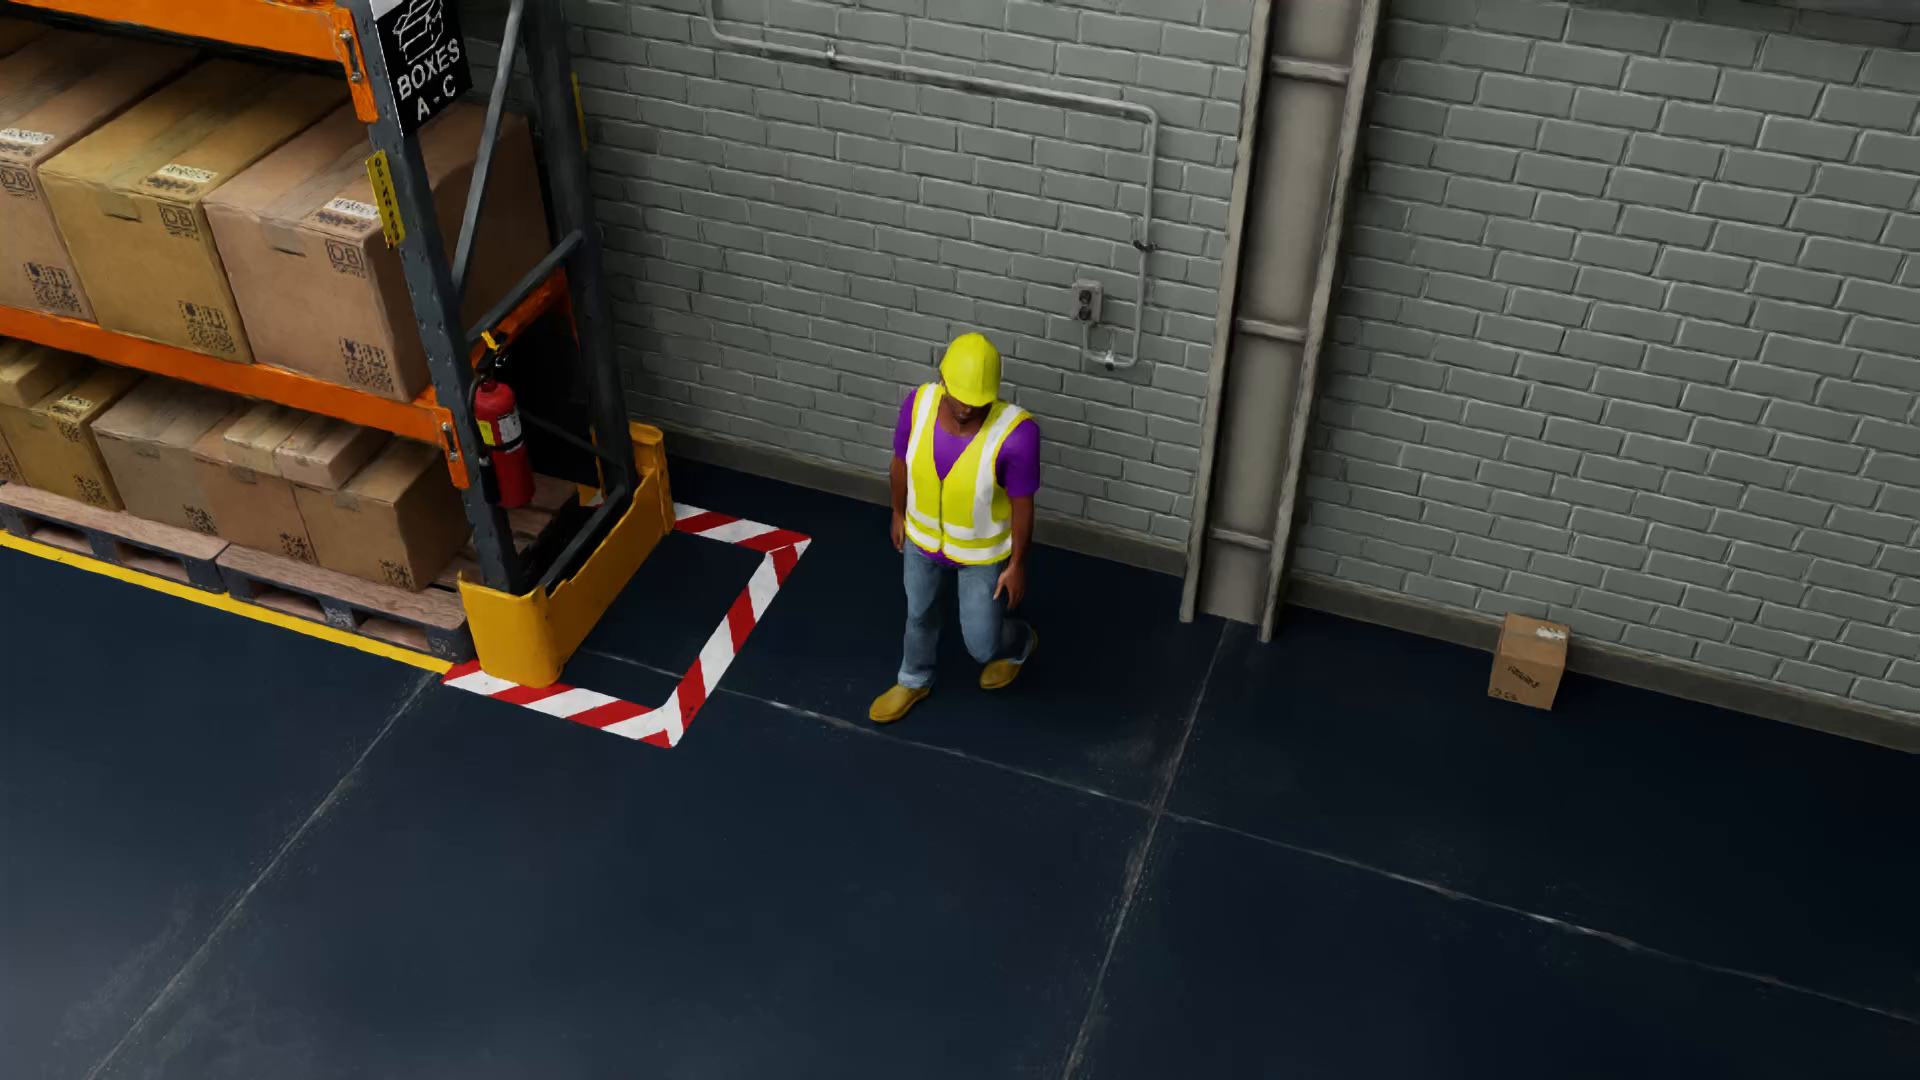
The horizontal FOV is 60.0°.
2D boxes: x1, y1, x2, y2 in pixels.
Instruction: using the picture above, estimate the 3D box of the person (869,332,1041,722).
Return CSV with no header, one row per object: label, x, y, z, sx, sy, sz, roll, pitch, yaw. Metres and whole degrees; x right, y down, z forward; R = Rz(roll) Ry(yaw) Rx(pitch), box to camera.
person,0.006,-0.020,6.149,0.608,1.756,0.580,19,45,21
